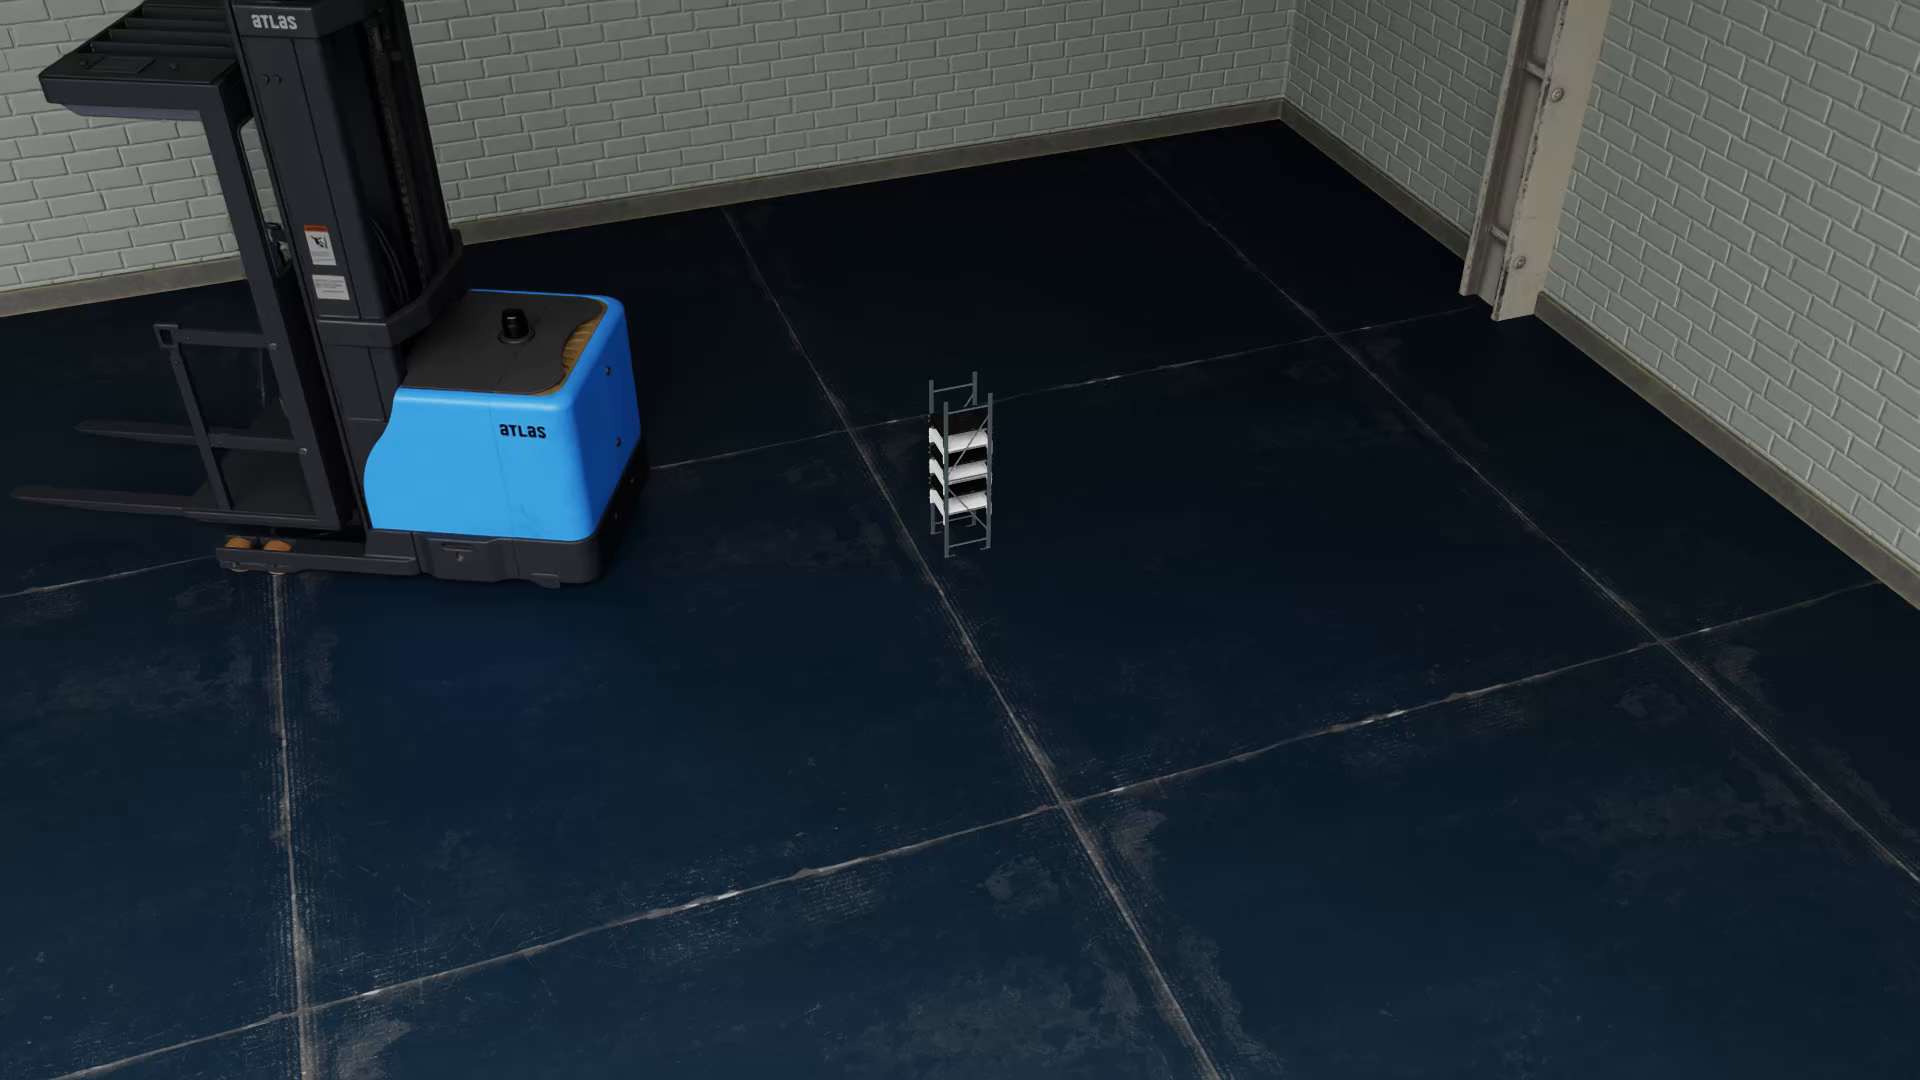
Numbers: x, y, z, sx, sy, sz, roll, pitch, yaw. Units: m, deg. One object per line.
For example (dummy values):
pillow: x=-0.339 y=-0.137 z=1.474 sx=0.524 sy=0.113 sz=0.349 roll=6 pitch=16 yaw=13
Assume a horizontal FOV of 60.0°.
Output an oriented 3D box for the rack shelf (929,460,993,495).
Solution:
rack shelf: x=0.003 y=-0.328 z=8.054 sx=0.258 sy=0.077 sz=0.200 roll=-12 pitch=39 yaw=-16

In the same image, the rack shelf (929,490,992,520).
rack shelf: x=0.003 y=-0.184 z=8.162 sx=0.258 sy=0.077 sz=0.200 roll=-12 pitch=39 yaw=-16

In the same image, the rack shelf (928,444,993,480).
rack shelf: x=0.003 y=-0.400 z=7.999 sx=0.258 sy=0.077 sz=0.200 roll=-12 pitch=39 yaw=-16

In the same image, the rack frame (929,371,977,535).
rack frame: x=-0.032 y=-0.412 z=8.110 sx=0.240 sy=0.900 sz=0.006 roll=-12 pitch=39 yaw=-16

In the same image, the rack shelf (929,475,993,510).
rack shelf: x=0.003 y=-0.256 z=8.108 sx=0.258 sy=0.077 sz=0.200 roll=-12 pitch=39 yaw=-16

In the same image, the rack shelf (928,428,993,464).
rack shelf: x=0.003 y=-0.472 z=7.945 sx=0.258 sy=0.077 sz=0.200 roll=-12 pitch=39 yaw=-16

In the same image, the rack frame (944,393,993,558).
rack frame: x=0.038 y=-0.297 z=7.957 sx=0.240 sy=0.900 sz=0.006 roll=-12 pitch=39 yaw=-16

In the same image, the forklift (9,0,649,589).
forklift: x=-3.171 y=-1.314 z=7.619 sx=3.031 sy=2.935 sz=1.130 roll=4 pitch=37 yaw=5

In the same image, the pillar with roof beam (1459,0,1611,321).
pillar with roof beam: x=-0.723 y=-4.171 z=6.368 sx=9.100 sy=9.000 sz=0.400 roll=-12 pitch=39 yaw=-16

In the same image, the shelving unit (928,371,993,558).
shelving unit: x=0.003 y=-0.355 z=8.034 sx=0.258 sy=0.900 sz=0.210 roll=-12 pitch=39 yaw=-16

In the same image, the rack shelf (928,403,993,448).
rack shelf: x=0.003 y=-0.544 z=7.891 sx=0.258 sy=0.077 sz=0.200 roll=-12 pitch=39 yaw=-16
